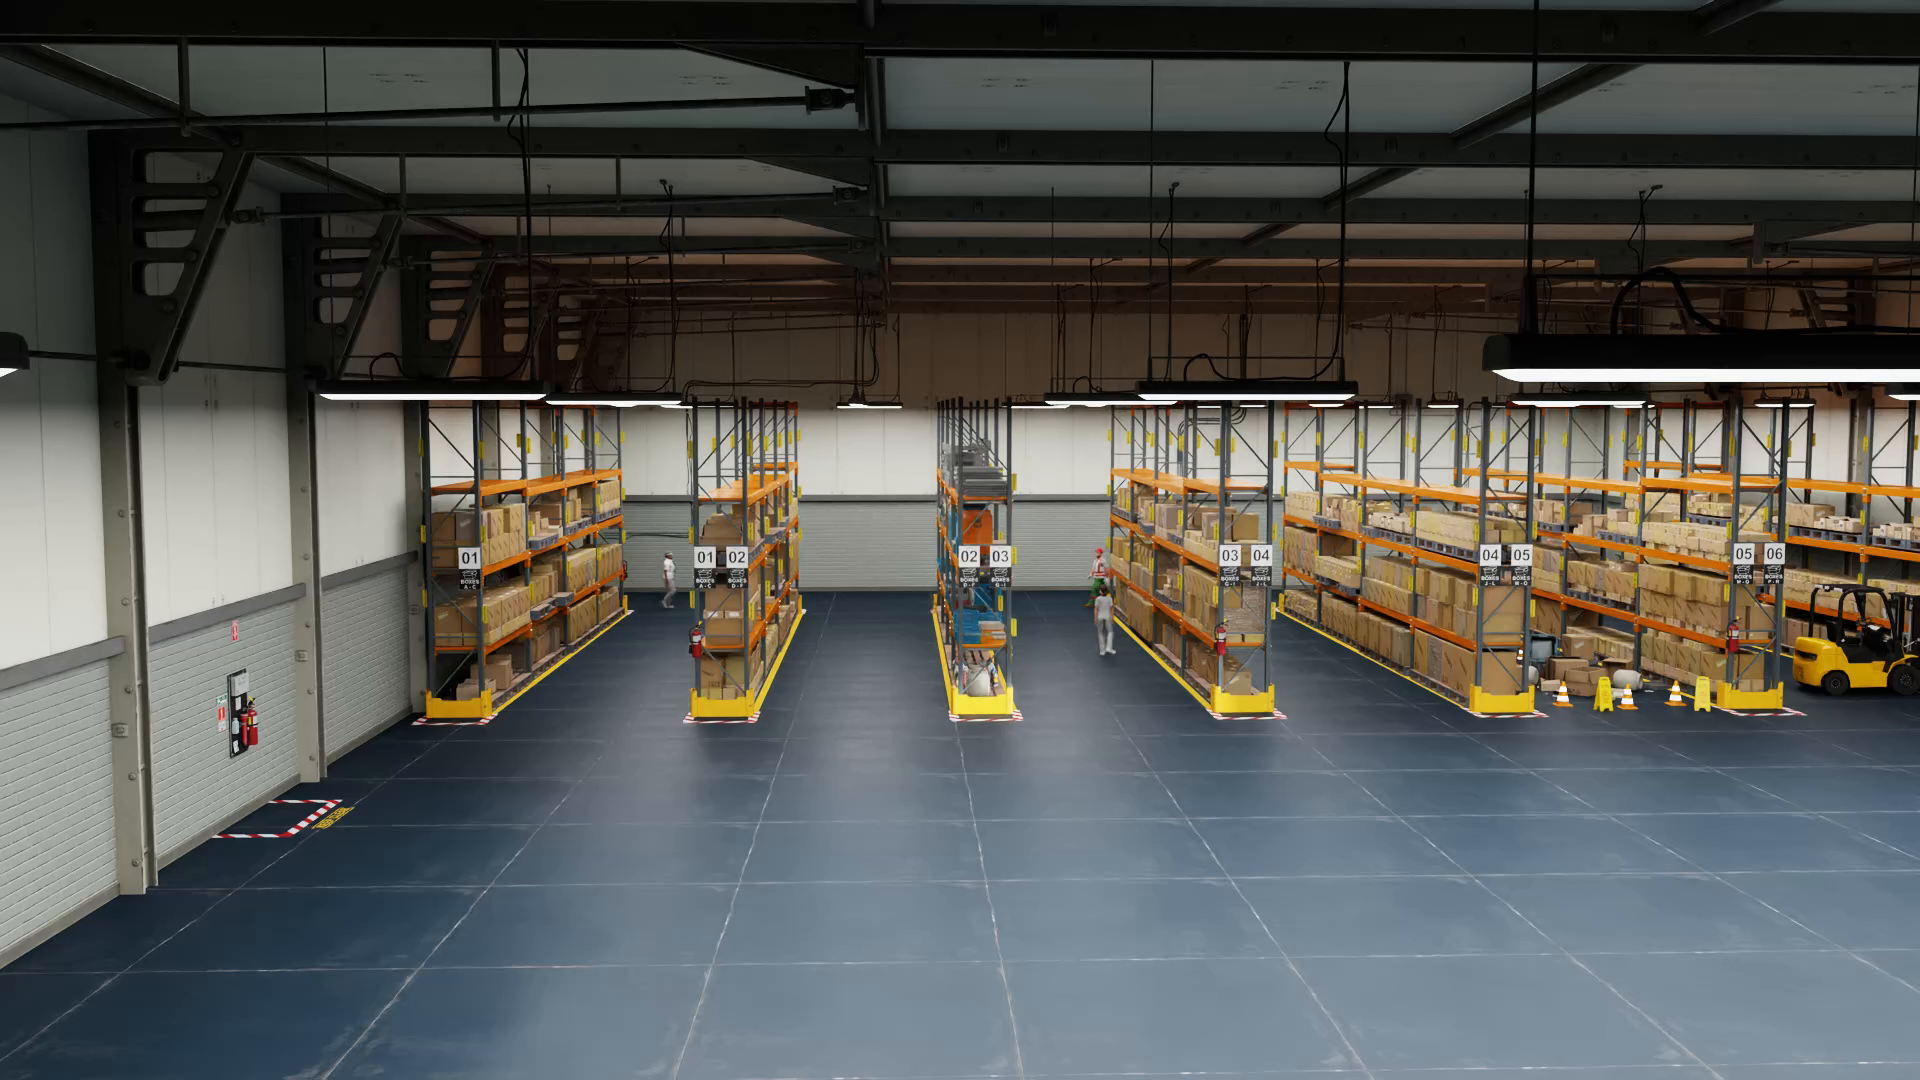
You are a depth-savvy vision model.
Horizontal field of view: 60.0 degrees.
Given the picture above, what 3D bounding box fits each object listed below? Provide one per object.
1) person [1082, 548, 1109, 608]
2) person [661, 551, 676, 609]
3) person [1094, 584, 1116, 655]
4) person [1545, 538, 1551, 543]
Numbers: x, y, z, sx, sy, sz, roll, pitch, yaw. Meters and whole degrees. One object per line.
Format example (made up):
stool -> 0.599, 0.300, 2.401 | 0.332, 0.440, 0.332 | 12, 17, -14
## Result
person -> 4.021, 1.102, 48.511 | 1.053, 1.741, 0.521 | -2, 5, -20
person -> -8.456, 1.142, 48.276 | 0.426, 1.684, 0.472 | 0, 4, -6
person -> 3.402, 1.879, 39.065 | 0.494, 1.669, 0.534 | 0, 4, -3
person -> 18.436, 0.819, 52.311 | 0.462, 1.740, 0.575 | -2, 5, -23
